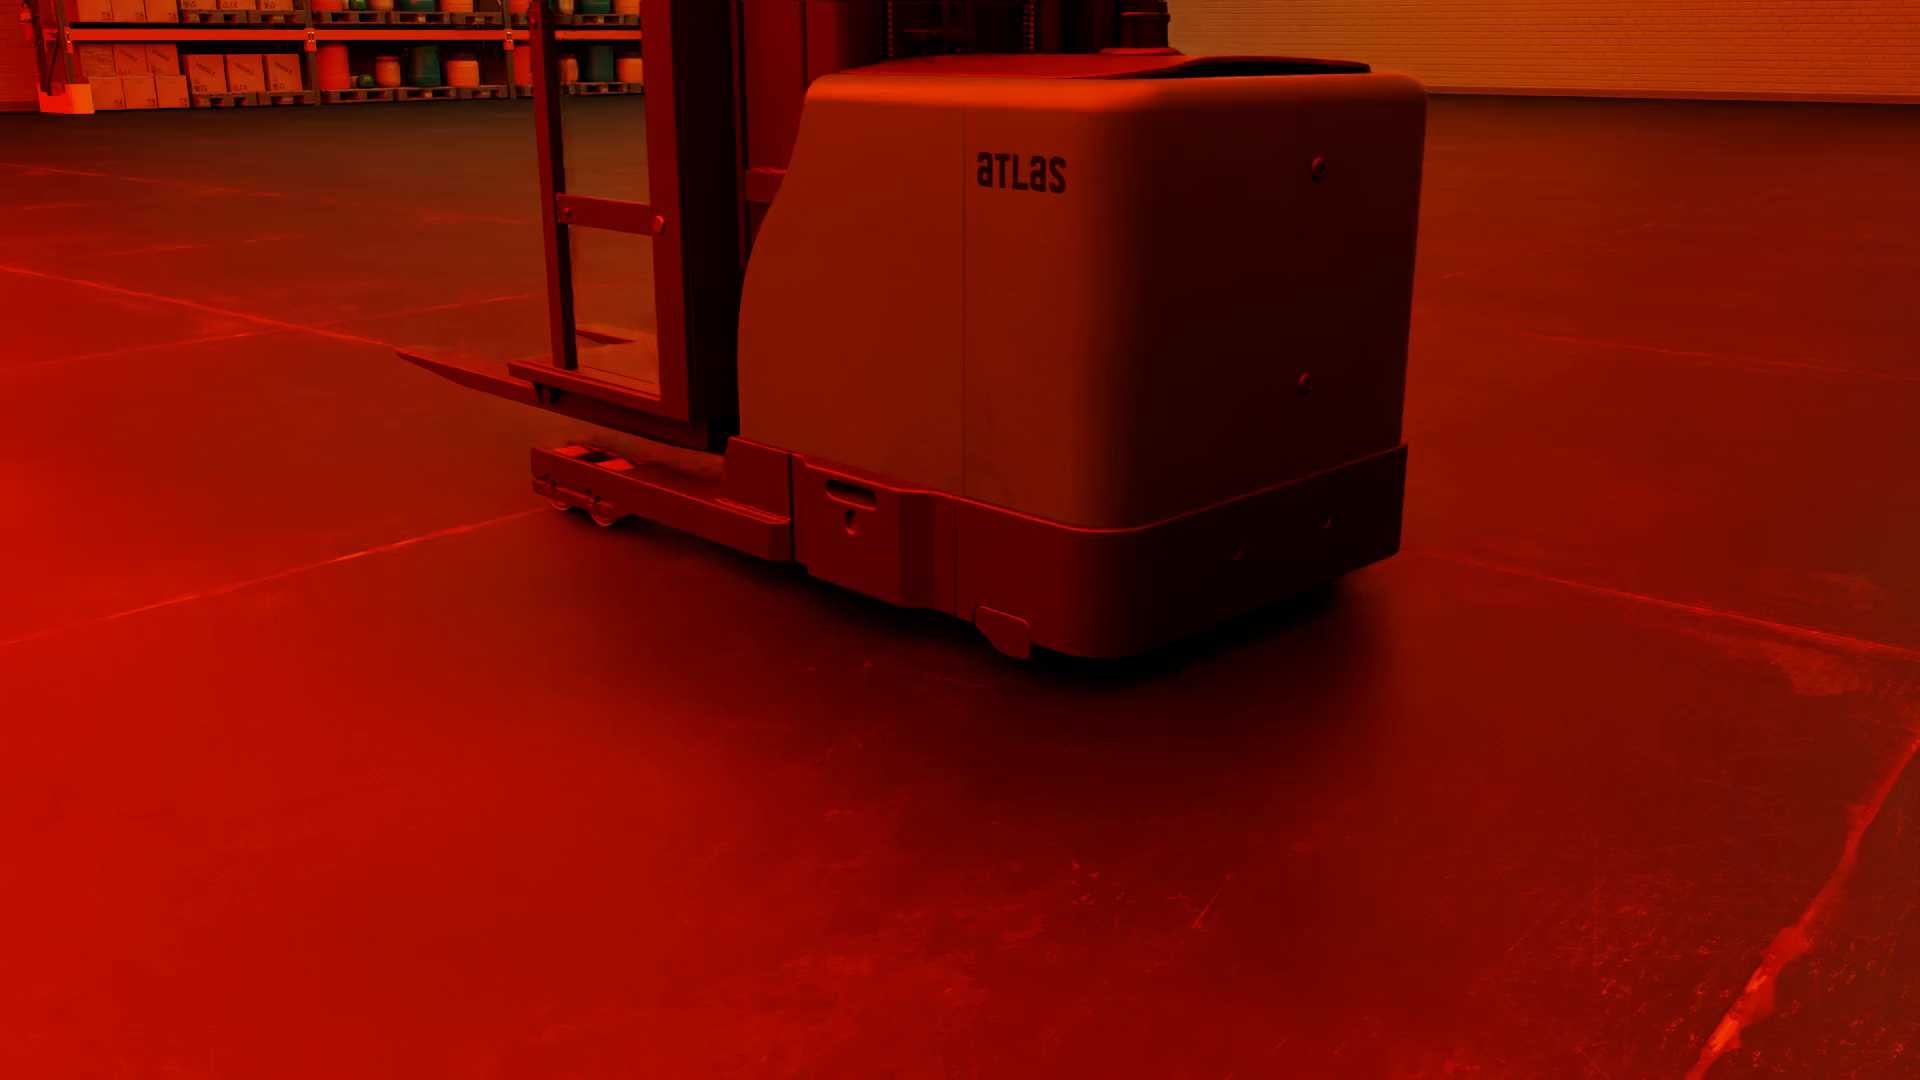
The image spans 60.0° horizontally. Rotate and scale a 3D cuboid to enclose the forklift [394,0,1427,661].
[{"bbox_3d":[-0.433,-1.526,3.924,1.130,2.935,3.031,-16,23,-42],"label":"forklift"}]
